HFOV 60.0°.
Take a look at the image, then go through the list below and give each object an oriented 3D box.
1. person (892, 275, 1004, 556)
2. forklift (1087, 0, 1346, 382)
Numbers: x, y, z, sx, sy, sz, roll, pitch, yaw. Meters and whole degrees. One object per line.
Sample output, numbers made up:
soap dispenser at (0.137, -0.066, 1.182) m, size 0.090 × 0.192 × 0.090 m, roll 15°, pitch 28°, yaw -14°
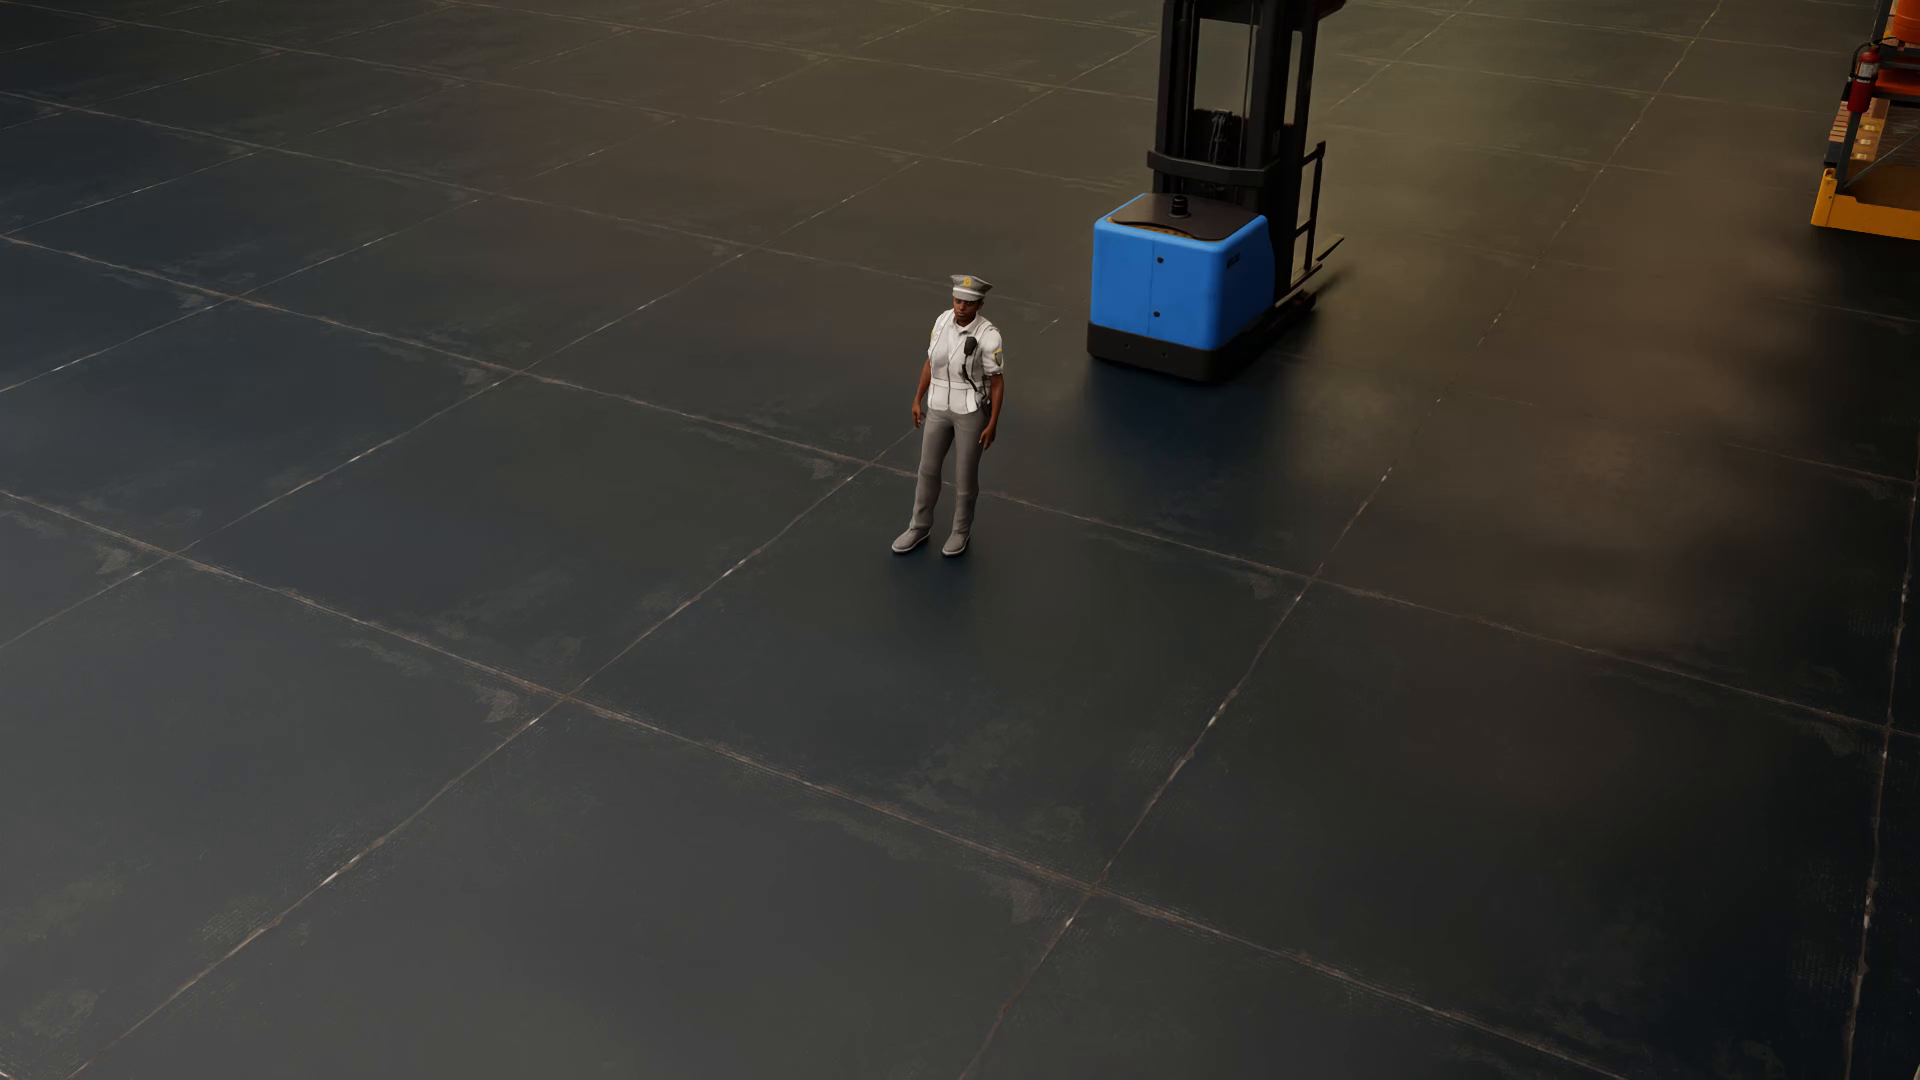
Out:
person at (-0.054, -0.712, 9.527) m, size 0.569 × 1.694 × 0.530 m, roll 15°, pitch 33°, yaw 25°
forklift at (2.146, -3.090, 12.424) m, size 1.130 × 2.935 × 3.031 m, roll 17°, pitch 34°, yaw 27°
